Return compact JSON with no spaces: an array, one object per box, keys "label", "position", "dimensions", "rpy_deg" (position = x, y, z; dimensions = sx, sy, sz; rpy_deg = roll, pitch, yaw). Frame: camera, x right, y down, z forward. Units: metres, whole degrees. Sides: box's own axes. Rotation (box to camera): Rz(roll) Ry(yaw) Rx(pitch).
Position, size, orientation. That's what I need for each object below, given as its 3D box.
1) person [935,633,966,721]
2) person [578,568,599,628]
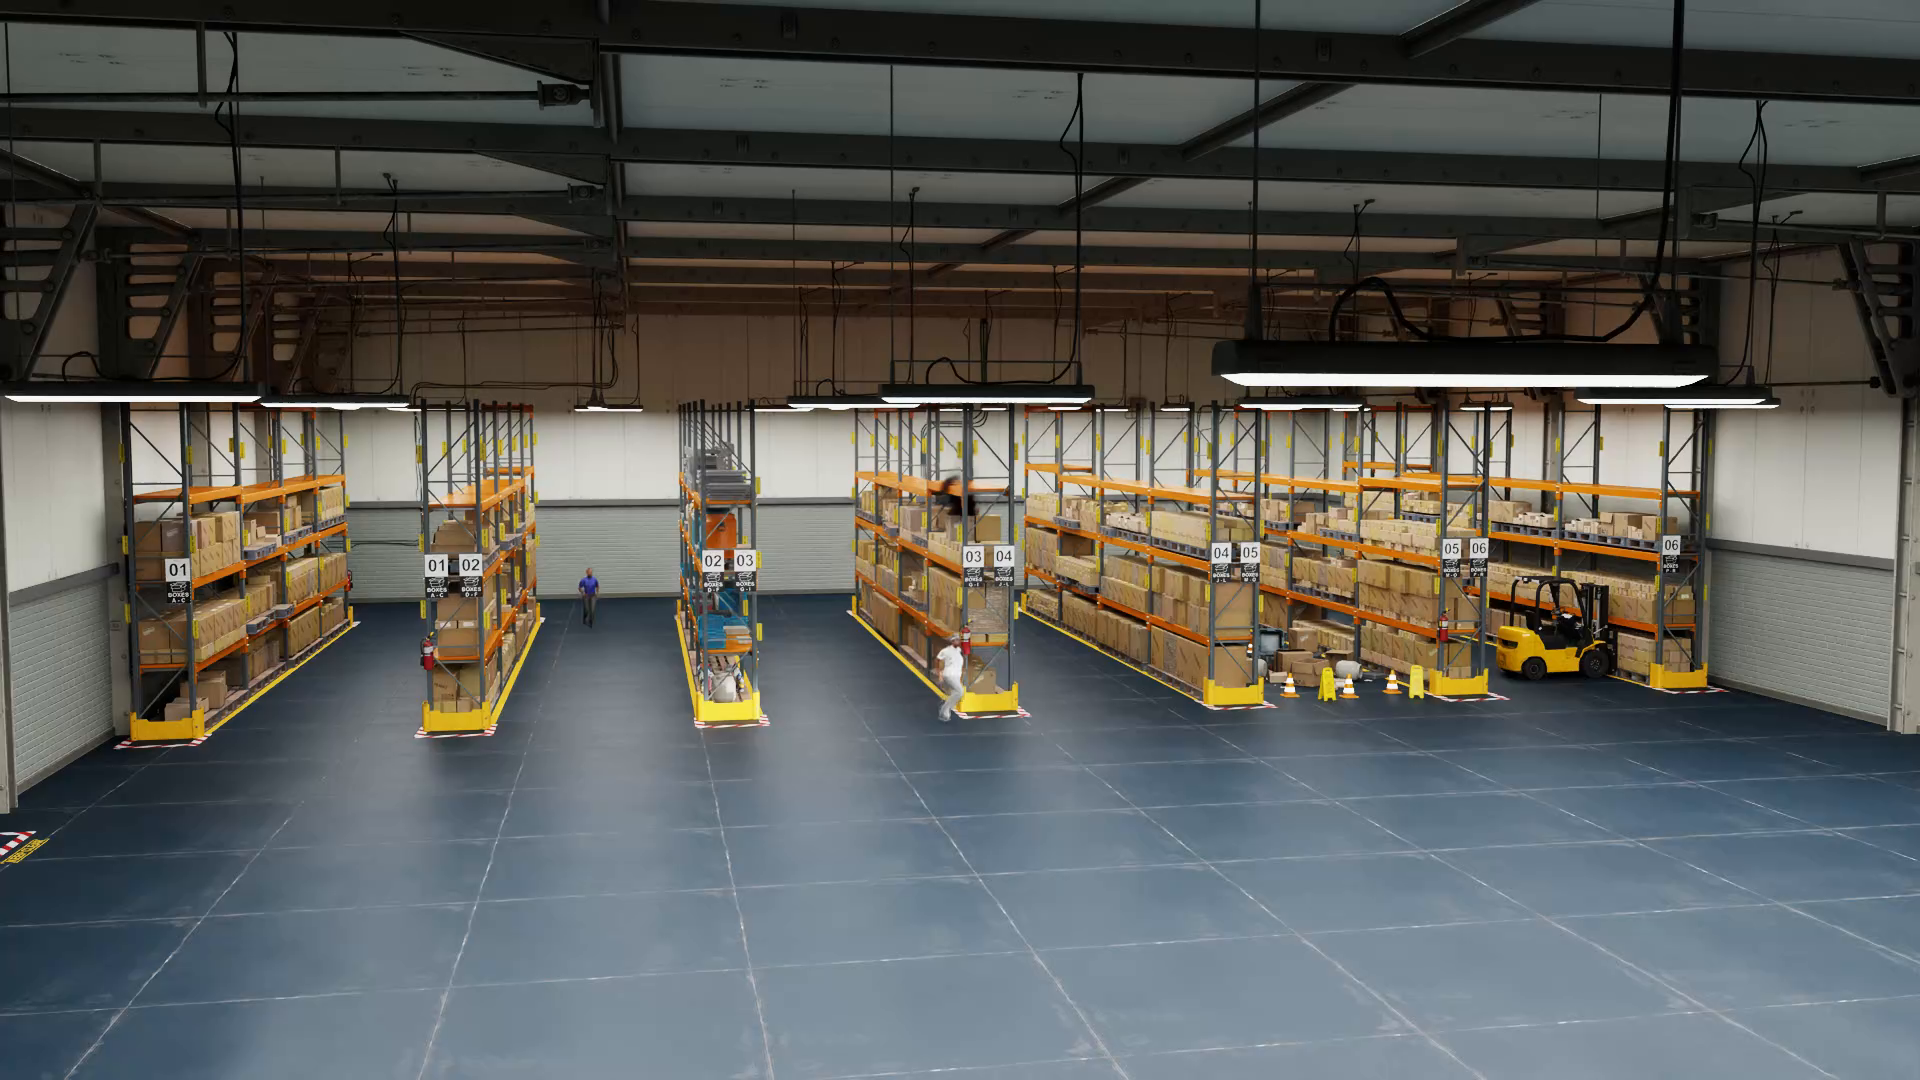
[{"label":"person","position":[-0.090,2.554,31.101],"dimensions":[0.570,1.628,0.592],"rpy_deg":[3,5,38]},{"label":"person","position":[-9.932,1.555,44.588],"dimensions":[0.559,1.607,0.548],"rpy_deg":[-2,5,-24]}]
